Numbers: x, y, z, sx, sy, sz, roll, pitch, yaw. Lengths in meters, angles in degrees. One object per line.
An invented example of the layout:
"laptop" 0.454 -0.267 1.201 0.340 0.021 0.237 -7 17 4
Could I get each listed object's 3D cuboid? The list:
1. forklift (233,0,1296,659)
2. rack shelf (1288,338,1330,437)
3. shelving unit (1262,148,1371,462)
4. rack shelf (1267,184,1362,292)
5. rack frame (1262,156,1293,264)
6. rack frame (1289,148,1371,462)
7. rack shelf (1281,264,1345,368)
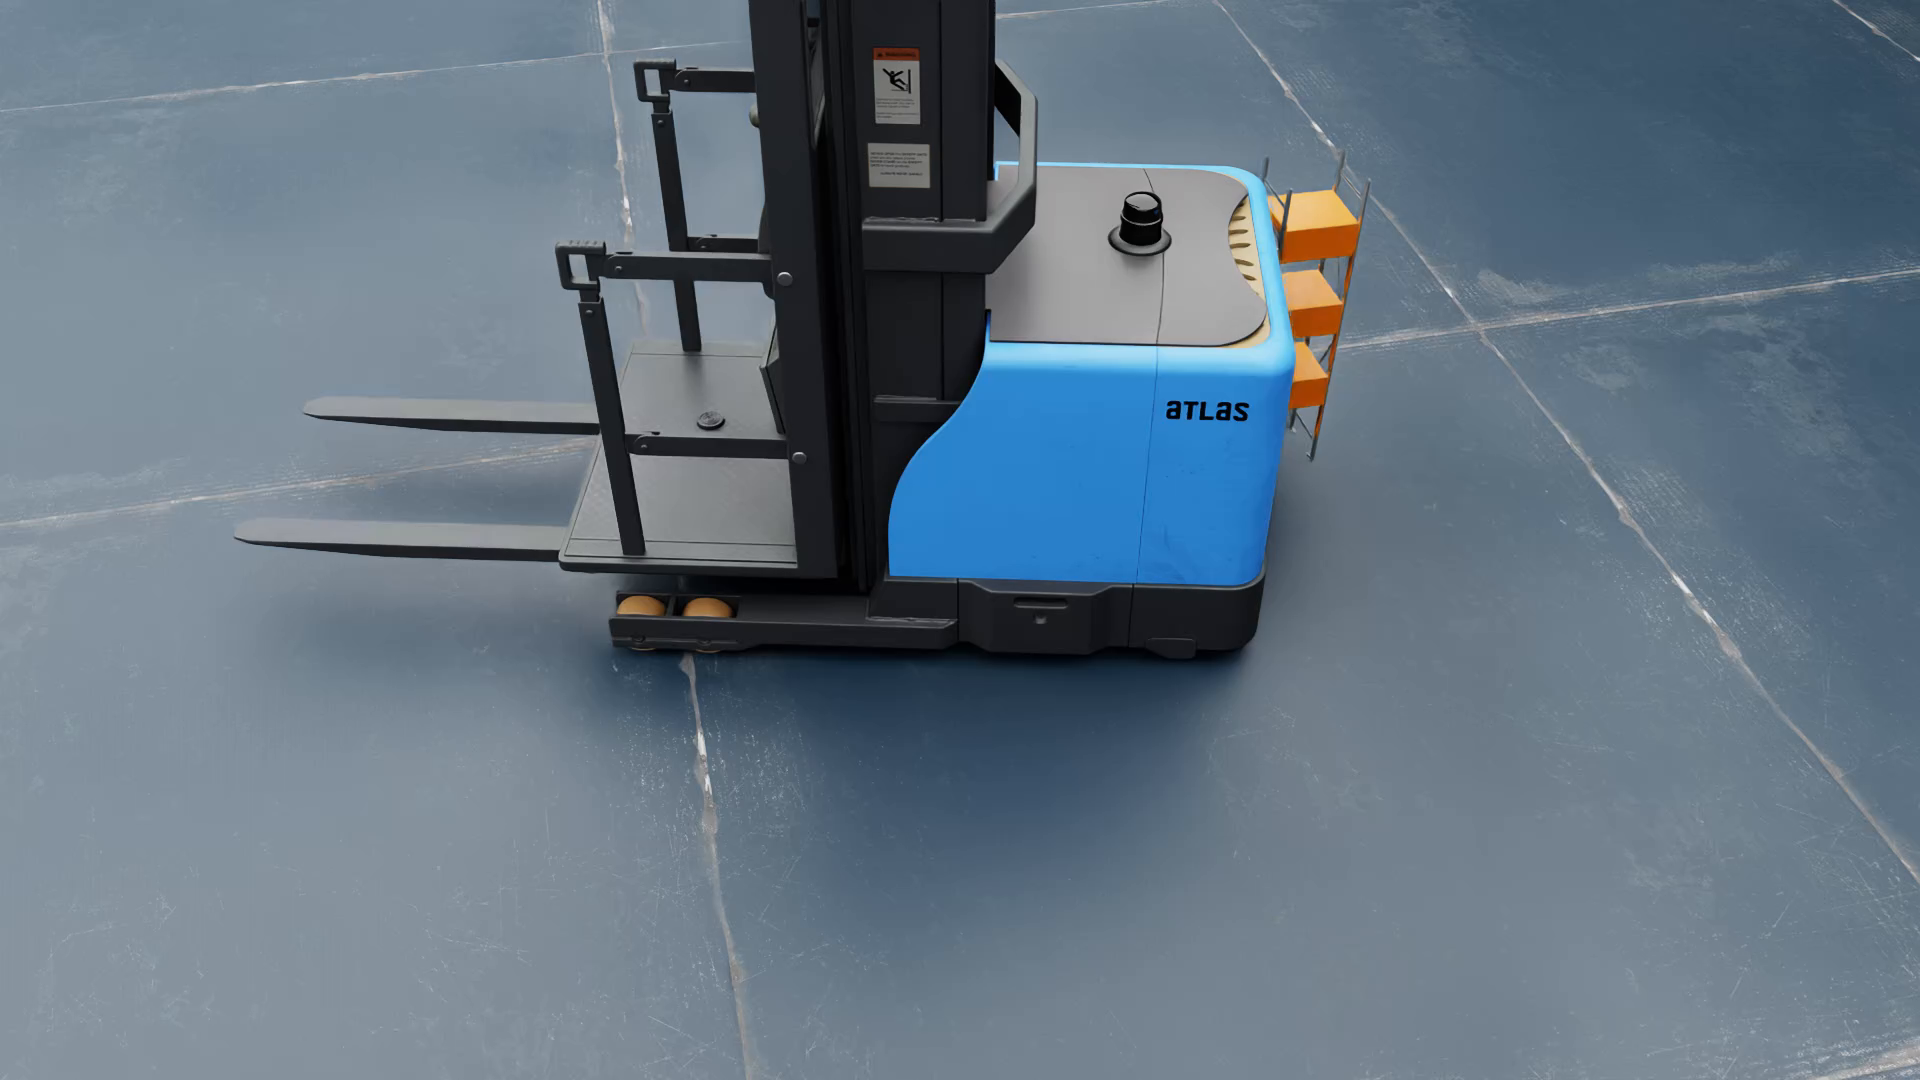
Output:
"forklift" -0.628 -1.115 4.298 3.031 2.935 1.130 2 42 2
"rack shelf" 1.038 -0.486 5.437 0.240 0.259 0.215 -8 42 -11
"shelving unit" 1.044 -0.702 5.246 0.252 1.050 0.215 -8 42 -11
"rack shelf" 1.049 -0.906 5.065 0.240 0.259 0.215 -8 42 -11
"rack frame" 0.925 -0.685 5.223 0.008 1.050 0.200 -8 42 -11
"rack frame" 1.163 -0.719 5.268 0.008 1.050 0.200 -8 42 -11
"rack shelf" 1.044 -0.694 5.253 0.240 0.259 0.215 -8 42 -11
